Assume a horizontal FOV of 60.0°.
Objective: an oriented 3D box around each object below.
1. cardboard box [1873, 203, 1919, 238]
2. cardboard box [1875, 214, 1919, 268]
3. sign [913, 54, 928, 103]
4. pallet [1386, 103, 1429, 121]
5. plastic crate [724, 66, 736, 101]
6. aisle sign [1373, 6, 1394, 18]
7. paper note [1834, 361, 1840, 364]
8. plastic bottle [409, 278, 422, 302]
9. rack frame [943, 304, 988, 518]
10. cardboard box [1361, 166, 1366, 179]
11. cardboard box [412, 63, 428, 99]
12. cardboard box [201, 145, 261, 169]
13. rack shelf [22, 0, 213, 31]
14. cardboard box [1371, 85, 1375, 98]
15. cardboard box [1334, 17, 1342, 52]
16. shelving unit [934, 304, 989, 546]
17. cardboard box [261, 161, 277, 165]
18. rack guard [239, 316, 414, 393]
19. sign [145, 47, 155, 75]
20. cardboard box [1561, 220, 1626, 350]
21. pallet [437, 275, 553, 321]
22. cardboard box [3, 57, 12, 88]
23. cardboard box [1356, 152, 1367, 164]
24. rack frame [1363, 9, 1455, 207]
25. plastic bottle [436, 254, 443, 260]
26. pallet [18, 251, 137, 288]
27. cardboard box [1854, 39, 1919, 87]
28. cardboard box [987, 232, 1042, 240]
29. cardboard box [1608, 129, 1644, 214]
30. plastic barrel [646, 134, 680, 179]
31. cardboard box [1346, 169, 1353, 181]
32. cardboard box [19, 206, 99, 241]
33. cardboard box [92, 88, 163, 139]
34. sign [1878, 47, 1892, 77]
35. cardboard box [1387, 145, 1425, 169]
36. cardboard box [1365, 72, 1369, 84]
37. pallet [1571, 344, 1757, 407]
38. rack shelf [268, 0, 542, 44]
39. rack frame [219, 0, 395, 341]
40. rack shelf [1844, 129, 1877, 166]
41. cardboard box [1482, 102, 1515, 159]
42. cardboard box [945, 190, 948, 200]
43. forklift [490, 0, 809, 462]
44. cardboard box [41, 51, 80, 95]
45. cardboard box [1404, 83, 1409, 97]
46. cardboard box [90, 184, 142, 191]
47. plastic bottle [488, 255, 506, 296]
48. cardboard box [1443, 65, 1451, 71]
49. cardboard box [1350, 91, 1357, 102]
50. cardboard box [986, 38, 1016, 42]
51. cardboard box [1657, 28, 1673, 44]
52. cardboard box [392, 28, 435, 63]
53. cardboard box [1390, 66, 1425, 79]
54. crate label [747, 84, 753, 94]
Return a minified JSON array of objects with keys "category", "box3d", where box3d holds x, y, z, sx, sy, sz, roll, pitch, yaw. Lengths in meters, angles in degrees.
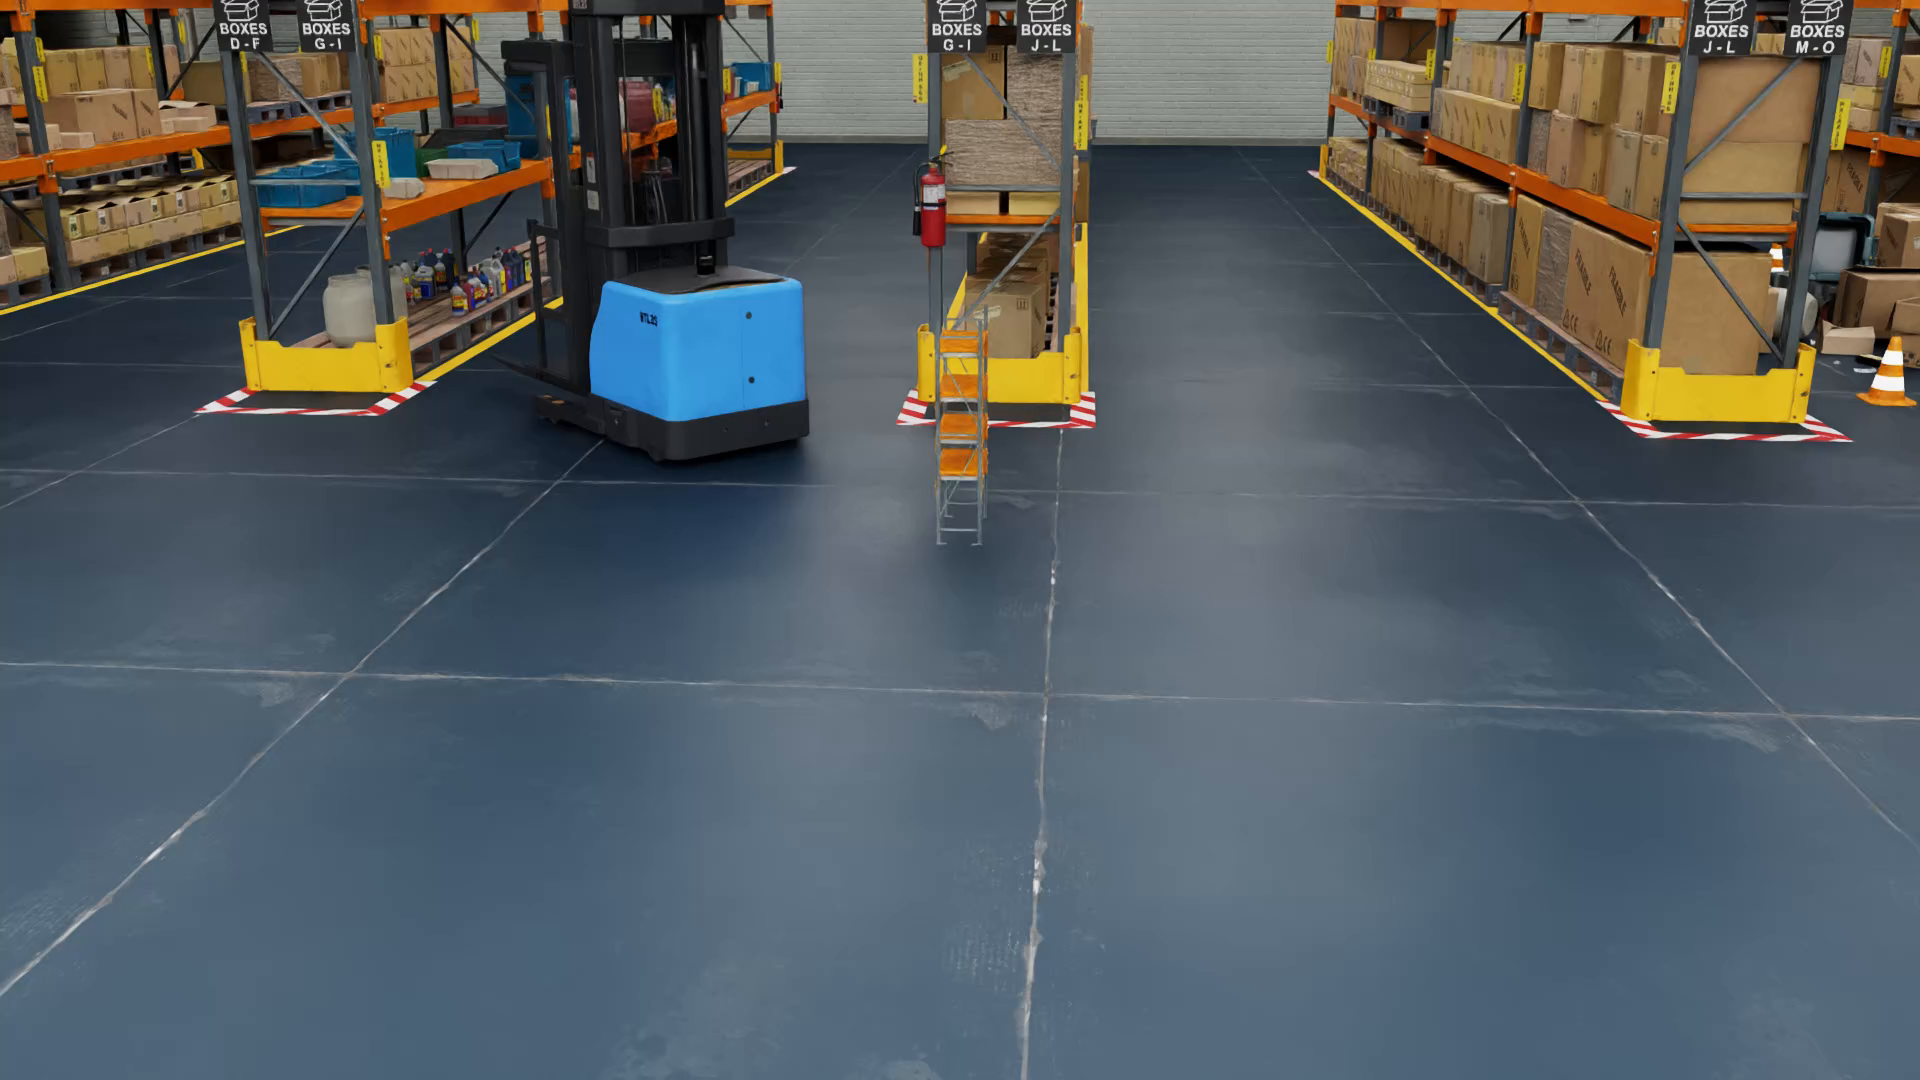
[{"category":"cardboard box","box3d":[10.690,-3.478,18.266,0.950,0.372,0.625,0,18,0]},{"category":"cardboard box","box3d":[8.677,-2.663,15.030,0.500,0.500,0.500,1,18,4]},{"category":"sign","box3d":[-0.269,-3.158,11.377,0.100,0.325,0.005,1,18,4]},{"category":"pallet","box3d":[5.897,-5.306,20.607,1.003,0.211,1.213,1,18,4]},{"category":"plastic crate","box3d":[-3.483,-6.607,24.071,0.402,0.464,0.583,1,18,4]},{"category":"aisle sign","box3d":[6.674,-8.518,25.925,0.394,0.787,0.004,1,18,4]},{"category":"paper note","box3d":[6.971,-1.412,13.216,0.032,0.001,0.123,12,22,32]},{"category":"plastic bottle","box3d":[-4.776,-2.192,14.584,0.097,0.201,0.097,0,18,0]},{"category":"rack frame","box3d":[0.029,-0.697,9.124,0.240,1.200,0.015,1,18,4]},{"category":"cardboard box","box3d":[5.789,-5.115,23.142,0.380,0.149,0.250,2,18,5]},{"category":"cardboard box","box3d":[-8.357,-6.902,25.010,0.500,0.500,0.500,1,18,4]},{"category":"cardboard box","box3d":[-9.191,-4.837,20.970,0.500,0.250,0.500,2,18,6]},{"category":"rack shelf","box3d":[-9.168,-5.608,17.560,1.077,0.370,4.000,1,18,4]},{"category":"cardboard box","box3d":[5.560,-5.828,21.621,0.380,0.149,0.250,1,18,4]},{"category":"cardboard box","box3d":[6.073,-7.797,25.656,0.500,0.500,0.500,1,18,4]},{"category":"shelving unit","box3d":[0.012,-0.622,8.893,0.258,1.200,0.503,1,18,4]},{"category":"cardboard box","box3d":[-9.154,-4.624,21.524,0.500,0.500,0.500,1,18,2]},{"category":"rack guard","box3d":[-4.699,-1.386,12.351,1.175,0.500,0.348,1,18,4]},{"category":"sign","box3d":[-9.566,-5.668,19.670,0.100,0.325,0.005,1,18,4]},{"category":"cardboard box","box3d":[5.267,-1.972,12.862,0.875,0.875,0.875,1,18,3]},{"category":"pallet","box3d":[-4.460,-2.259,15.478,1.003,0.211,1.213,1,18,4]},{"category":"cardboard box","box3d":[-13.487,-6.388,22.932,0.500,0.500,0.500,1,18,4]},{"category":"cardboard box","box3d":[5.838,-5.425,23.612,0.380,0.149,0.250,1,18,3]},{"category":"rack frame","box3d":[6.083,-6.024,22.490,1.000,3.000,0.127,1,18,4]},{"category":"plastic bottle","box3d":[-4.827,-2.516,15.453,0.152,0.276,0.135,2,18,6]},{"category":"pallet","box3d":[-9.297,-2.808,17.154,1.003,0.211,1.213,1,18,4]},{"category":"cardboard box","box3d":[10.517,-5.392,18.793,0.500,0.500,0.500,1,18,2]},{"category":"cardboard box","box3d":[0.501,-2.570,15.288,0.500,0.500,0.500,1,18,2]},{"category":"cardboard box","box3d":[5.222,-2.656,11.970,0.875,0.550,0.550,1,18,4]},{"category":"plastic barrel","box3d":[-3.904,-5.090,22.336,0.600,0.901,0.708,1,18,4]},{"category":"cardboard box","box3d":[5.845,-5.320,24.244,0.380,0.149,0.250,1,18,4]},{"category":"cardboard box","box3d":[-9.033,-3.186,16.669,0.500,0.311,0.500,1,18,4]},{"category":"cardboard box","box3d":[-9.128,-4.672,18.203,0.500,0.500,0.500,0,18,1]},{"category":"sign","box3d":[10.187,-5.264,18.311,0.100,0.325,0.005,1,18,4]},{"category":"cardboard box","box3d":[5.690,-4.845,21.026,0.500,0.250,0.500,2,18,6]},{"category":"cardboard box","box3d":[5.596,-6.133,22.075,0.380,0.149,0.250,2,18,5]},{"category":"pallet","box3d":[5.202,-1.222,12.313,1.003,0.211,1.213,1,18,4]},{"category":"rack shelf","box3d":[-4.514,-4.254,13.427,1.077,0.370,4.000,1,18,4]},{"category":"rack frame","box3d":[-4.657,-2.550,11.887,1.000,3.000,0.127,1,18,4]},{"category":"rack shelf","box3d":[10.884,-4.982,20.465,1.077,0.370,4.000,1,18,4]},{"category":"cardboard box","box3d":[5.317,-3.912,15.883,0.500,0.500,0.500,1,18,3]},{"category":"cardboard box","box3d":[0.082,-2.569,12.350,0.380,0.149,0.250,1,18,4]},{"category":"forklift","box3d":[-2.299,-2.268,11.137,1.130,2.935,3.031,-14,23,-37]},{"category":"cardboard box","box3d":[-13.623,-6.808,24.402,0.980,0.700,0.700,2,18,5]},{"category":"cardboard box","box3d":[5.395,-5.250,19.378,0.380,0.149,0.250,2,18,6]},{"category":"cardboard box","box3d":[-9.423,-3.828,18.628,0.500,0.311,0.500,1,18,2]},{"category":"plastic bottle","box3d":[-4.166,-2.376,14.904,0.144,0.351,0.185,1,18,4]},{"category":"cardboard box","box3d":[6.137,-5.769,20.486,0.380,0.149,0.250,1,18,3]},{"category":"cardboard box","box3d":[5.910,-6.486,24.302,0.380,0.149,0.250,2,18,5]},{"category":"cardboard box","box3d":[0.188,-3.745,13.291,0.500,0.500,0.500,1,18,4]},{"category":"cardboard box","box3d":[10.996,-7.567,25.433,0.500,0.500,0.500,1,18,3]},{"category":"cardboard box","box3d":[-8.313,-7.531,25.324,0.500,0.500,0.500,2,18,6]},{"category":"cardboard box","box3d":[5.469,-5.708,20.301,0.380,0.149,0.250,2,18,7]},{"category":"crate label","box3d":[-3.419,-6.988,25.759,0.396,0.136,0.243,1,18,4]}]
